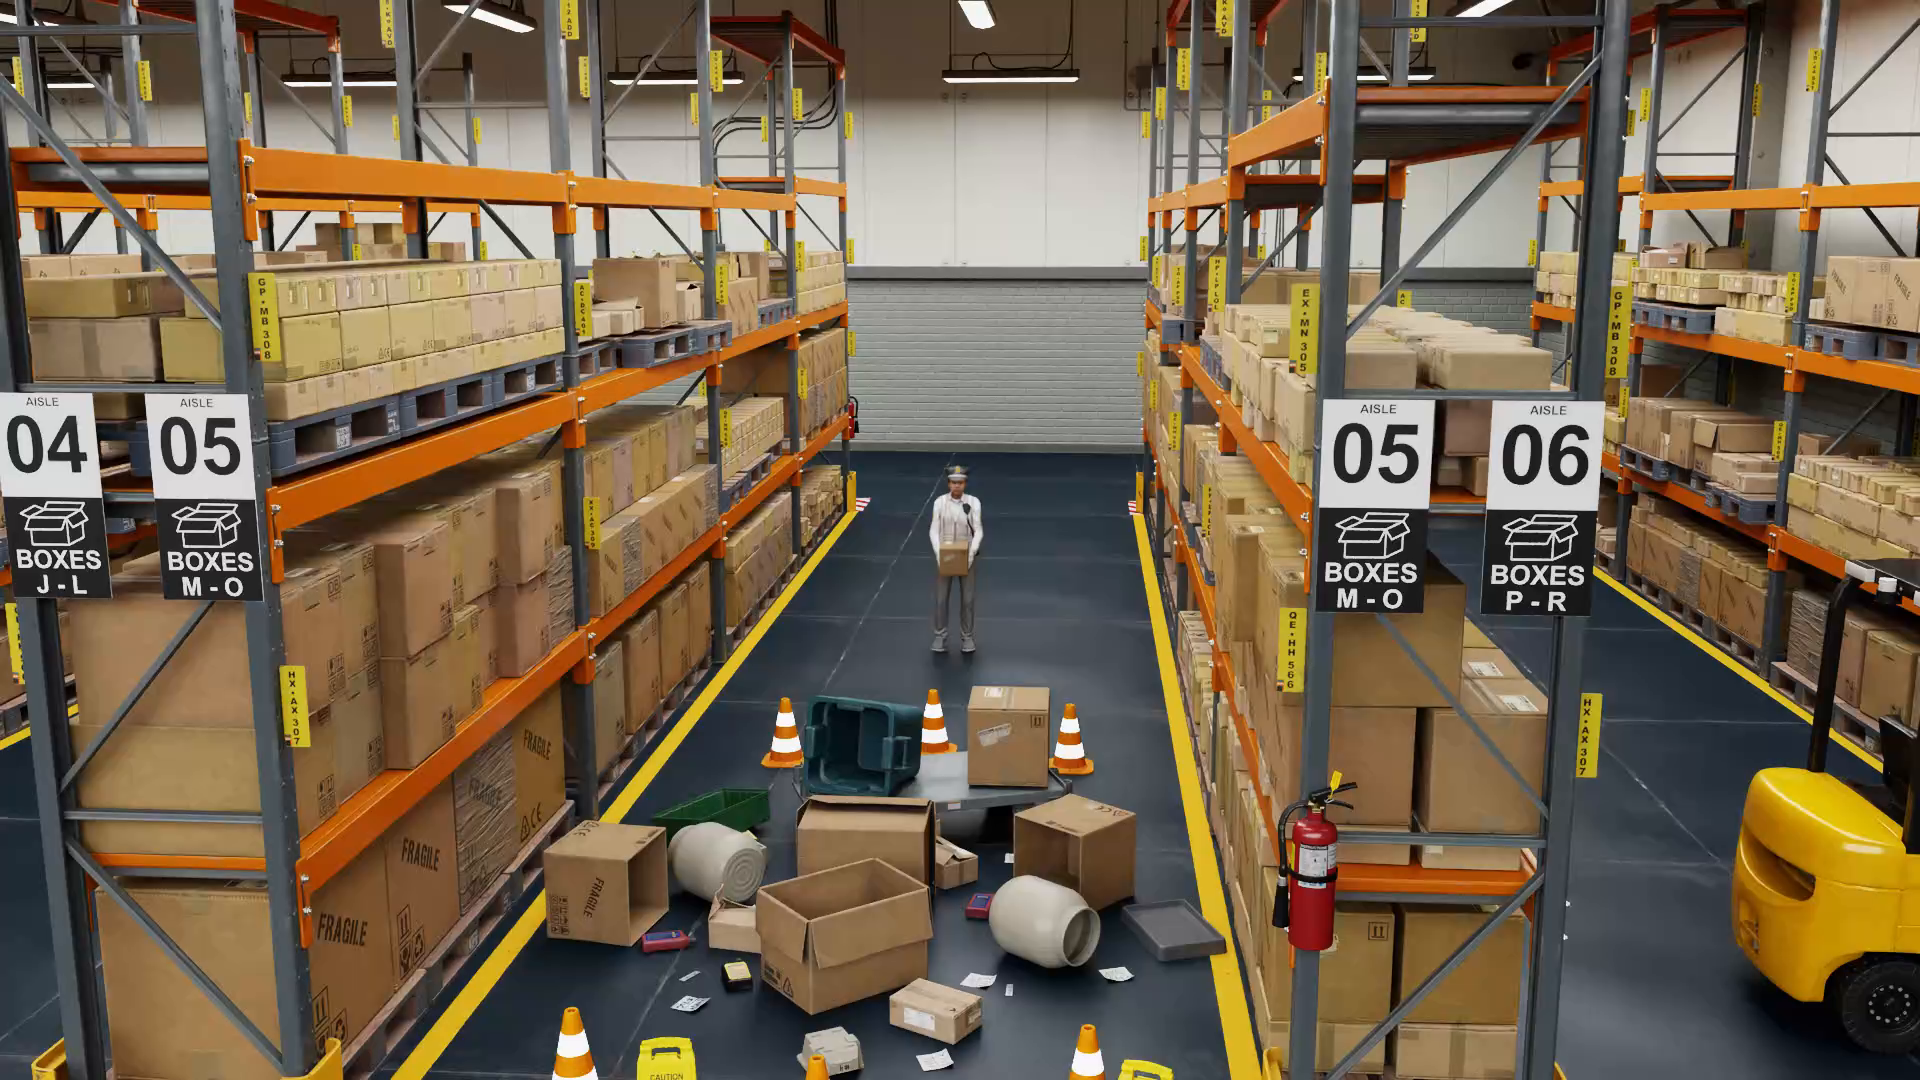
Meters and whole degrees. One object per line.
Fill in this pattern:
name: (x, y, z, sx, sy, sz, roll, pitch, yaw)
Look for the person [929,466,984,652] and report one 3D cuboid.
person: (-0.034, 0.169, 14.966, 0.494, 1.690, 0.464, 1, 11, 3)
